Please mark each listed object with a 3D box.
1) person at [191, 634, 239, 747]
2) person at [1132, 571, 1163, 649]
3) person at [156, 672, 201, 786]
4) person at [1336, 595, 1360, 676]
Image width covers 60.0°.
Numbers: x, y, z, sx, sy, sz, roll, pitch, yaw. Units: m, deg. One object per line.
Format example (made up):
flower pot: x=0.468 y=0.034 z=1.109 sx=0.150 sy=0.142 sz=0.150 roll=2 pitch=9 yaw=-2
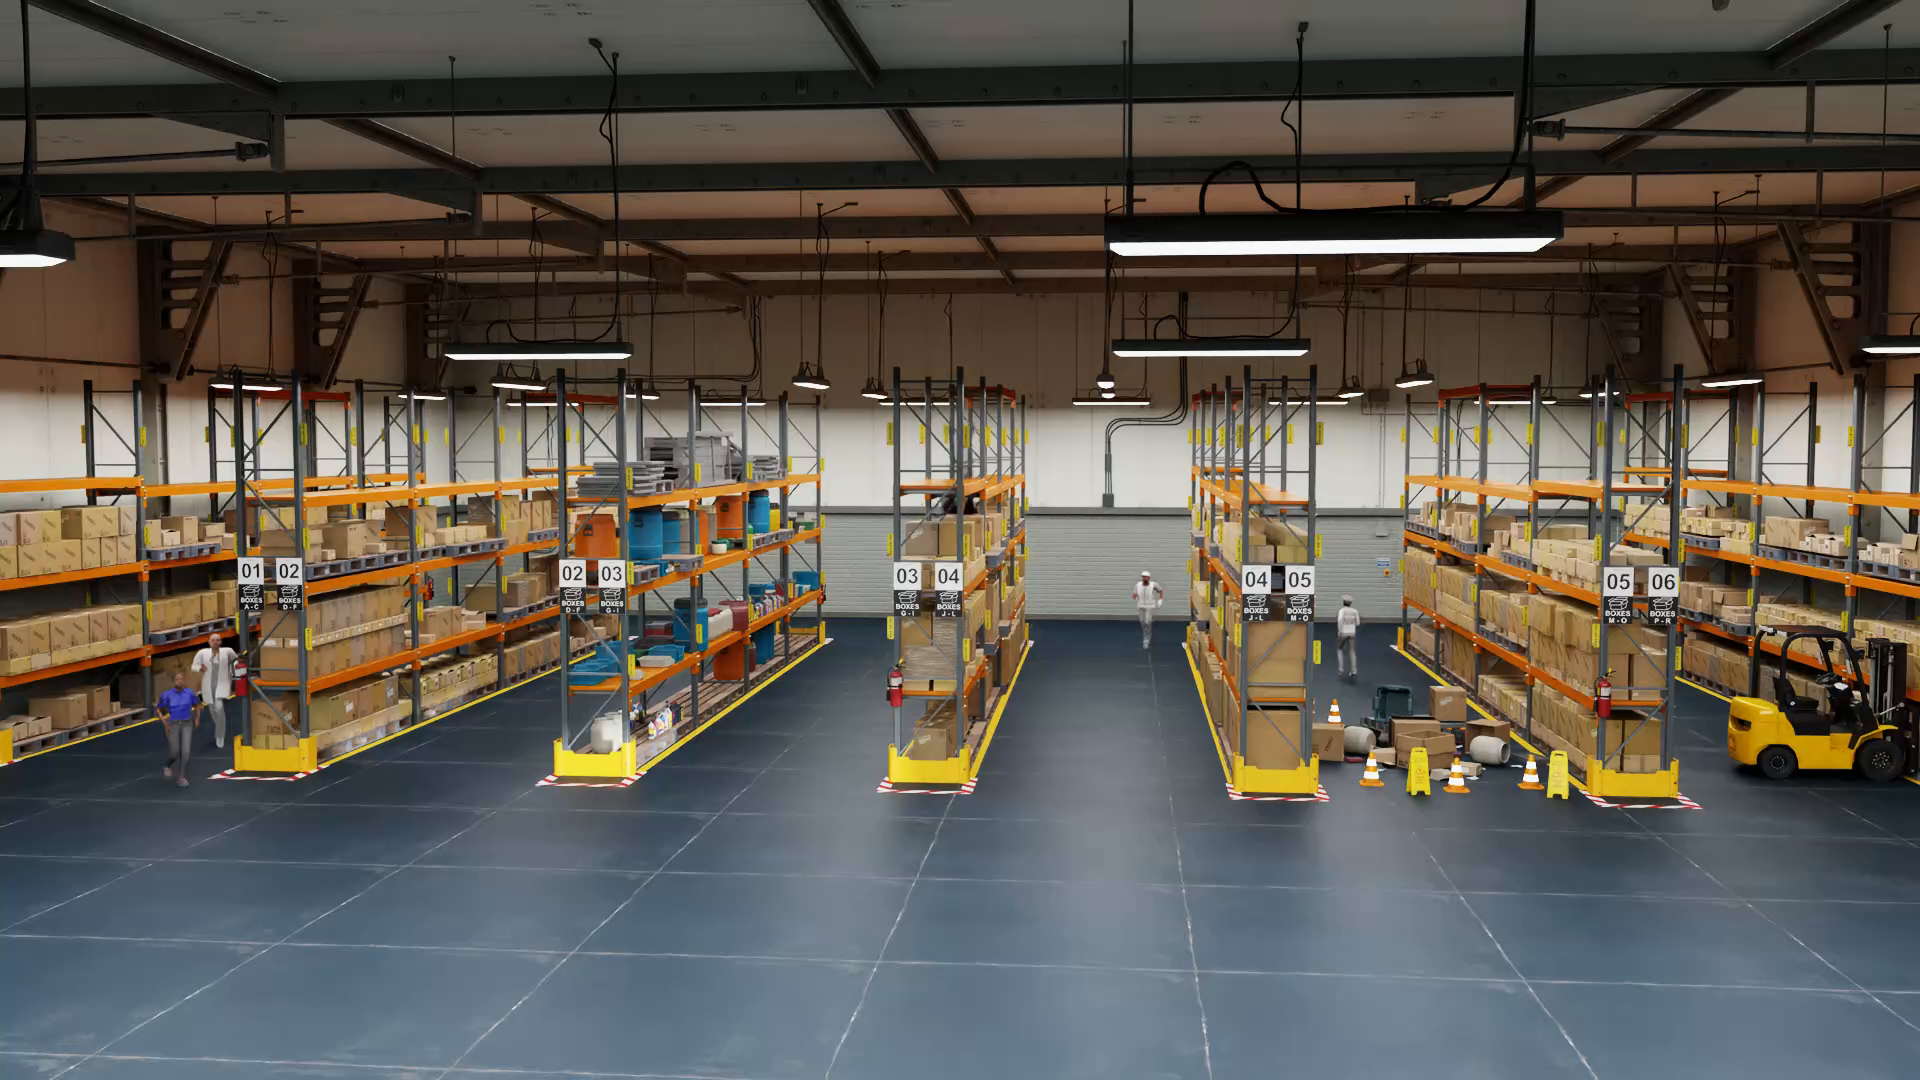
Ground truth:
person: x=-12.150 y=2.443 z=27.111 sx=0.668 sy=1.855 sz=0.861 roll=-1 pitch=4 yaw=-14
person: x=4.452 y=1.658 z=39.630 sx=0.704 sy=1.854 sz=0.791 roll=2 pitch=4 yaw=26
person: x=-11.270 y=2.711 z=24.003 sx=0.597 sy=1.634 sz=0.556 roll=-3 pitch=5 yaw=-42
person: x=8.056 y=2.017 z=34.567 sx=0.552 sy=1.735 sz=0.801 roll=0 pitch=4 yaw=-3
